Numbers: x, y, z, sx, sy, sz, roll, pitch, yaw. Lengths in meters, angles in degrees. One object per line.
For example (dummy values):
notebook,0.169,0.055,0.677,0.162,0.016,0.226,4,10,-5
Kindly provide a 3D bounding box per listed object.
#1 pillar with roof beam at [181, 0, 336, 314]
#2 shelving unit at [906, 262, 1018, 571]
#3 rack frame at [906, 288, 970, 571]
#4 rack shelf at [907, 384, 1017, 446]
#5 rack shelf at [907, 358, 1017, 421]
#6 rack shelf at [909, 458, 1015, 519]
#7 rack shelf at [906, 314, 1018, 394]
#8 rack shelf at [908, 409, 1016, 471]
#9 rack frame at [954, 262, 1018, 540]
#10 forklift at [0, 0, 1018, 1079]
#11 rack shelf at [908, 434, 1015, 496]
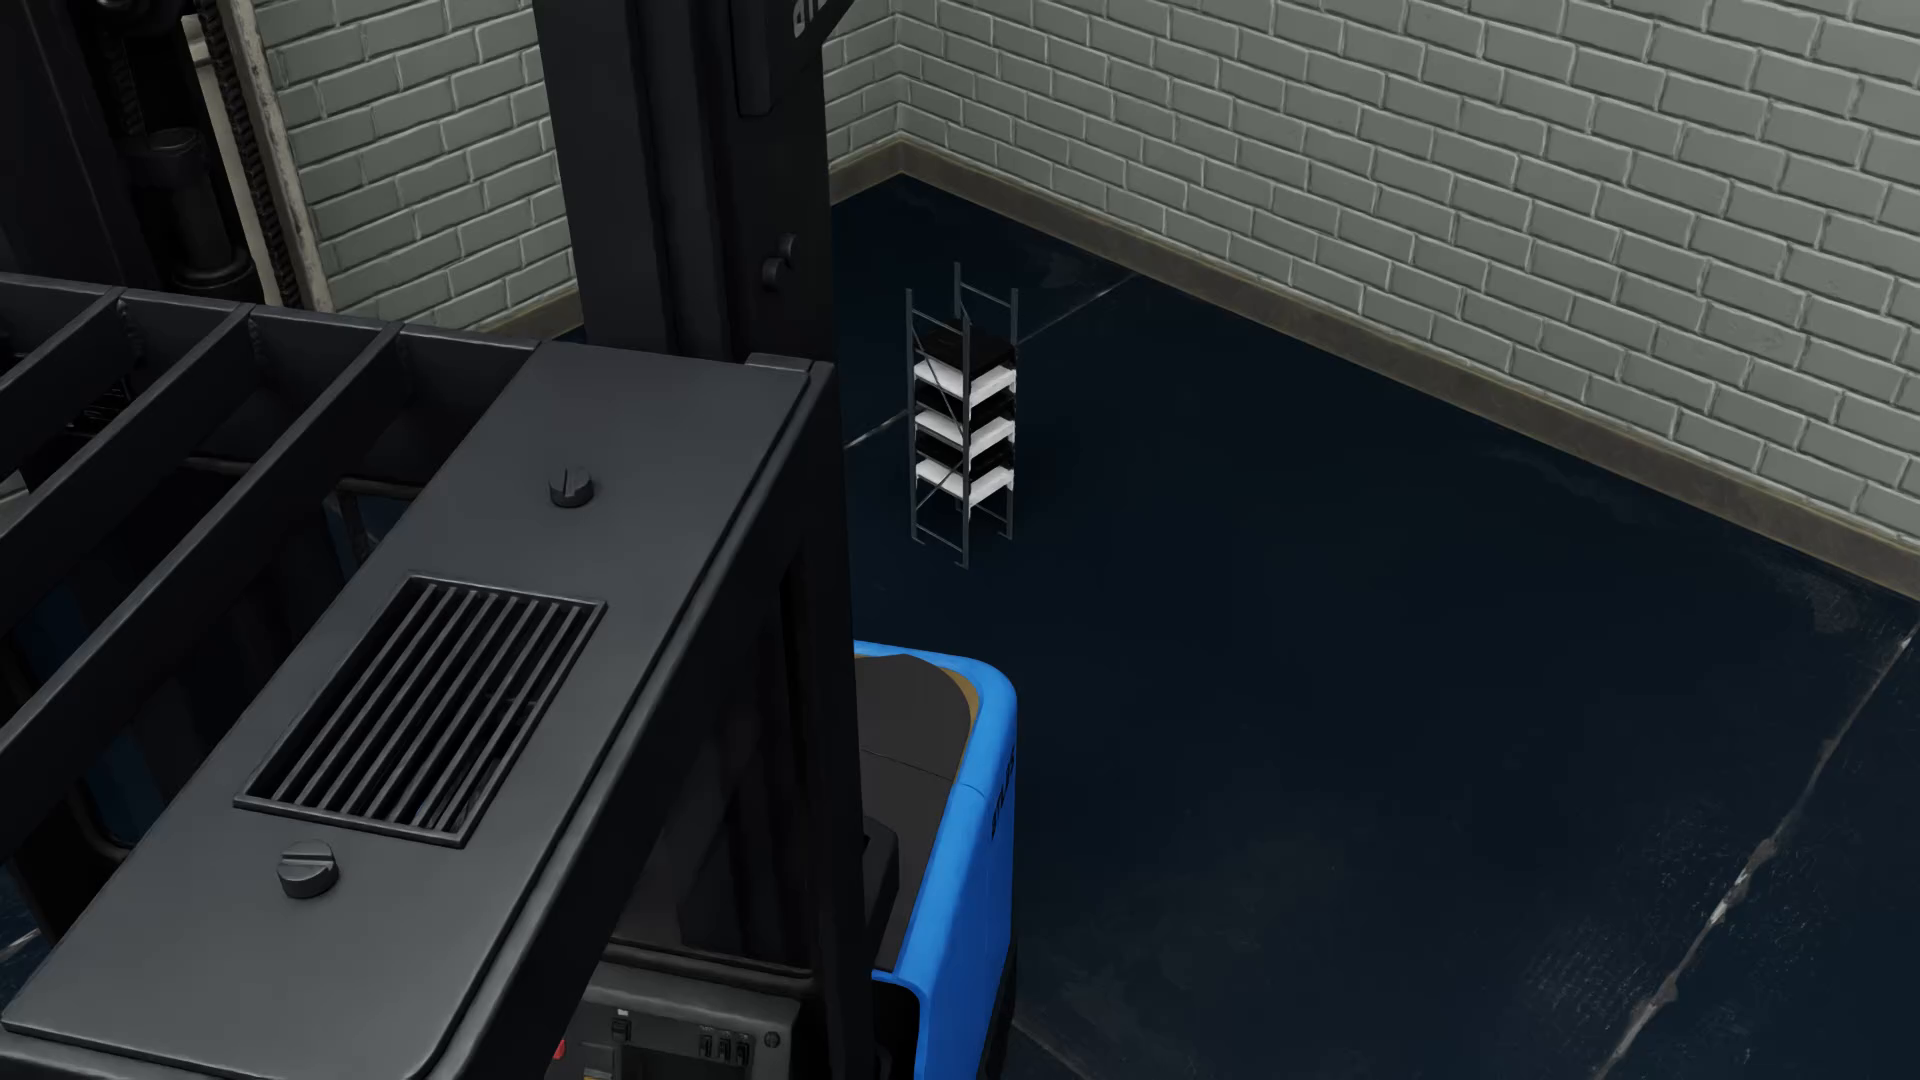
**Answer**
pillar with roof beam,1.004,-1.907,0.418,9.100,9.000,0.400,30,47,32
shelving unit,0.005,-0.356,4.975,0.258,0.900,0.210,30,47,32
rack frame,-0.063,-0.309,4.916,0.240,0.900,0.006,30,47,32
rack shelf,0.005,-0.400,4.939,0.258,0.077,0.200,30,47,32
rack shelf,0.005,-0.471,4.883,0.258,0.077,0.200,30,47,32
rack shelf,0.005,-0.189,5.107,0.258,0.077,0.200,30,47,32
rack shelf,0.005,-0.541,4.827,0.258,0.077,0.200,30,47,32
rack shelf,0.005,-0.330,4.995,0.258,0.077,0.200,30,47,32
rack frame,0.074,-0.403,5.033,0.240,0.900,0.006,30,47,32
forklift,-0.704,0.759,1.941,1.130,2.935,3.031,8,39,10
rack shelf,0.005,-0.259,5.051,0.258,0.077,0.200,30,47,32
